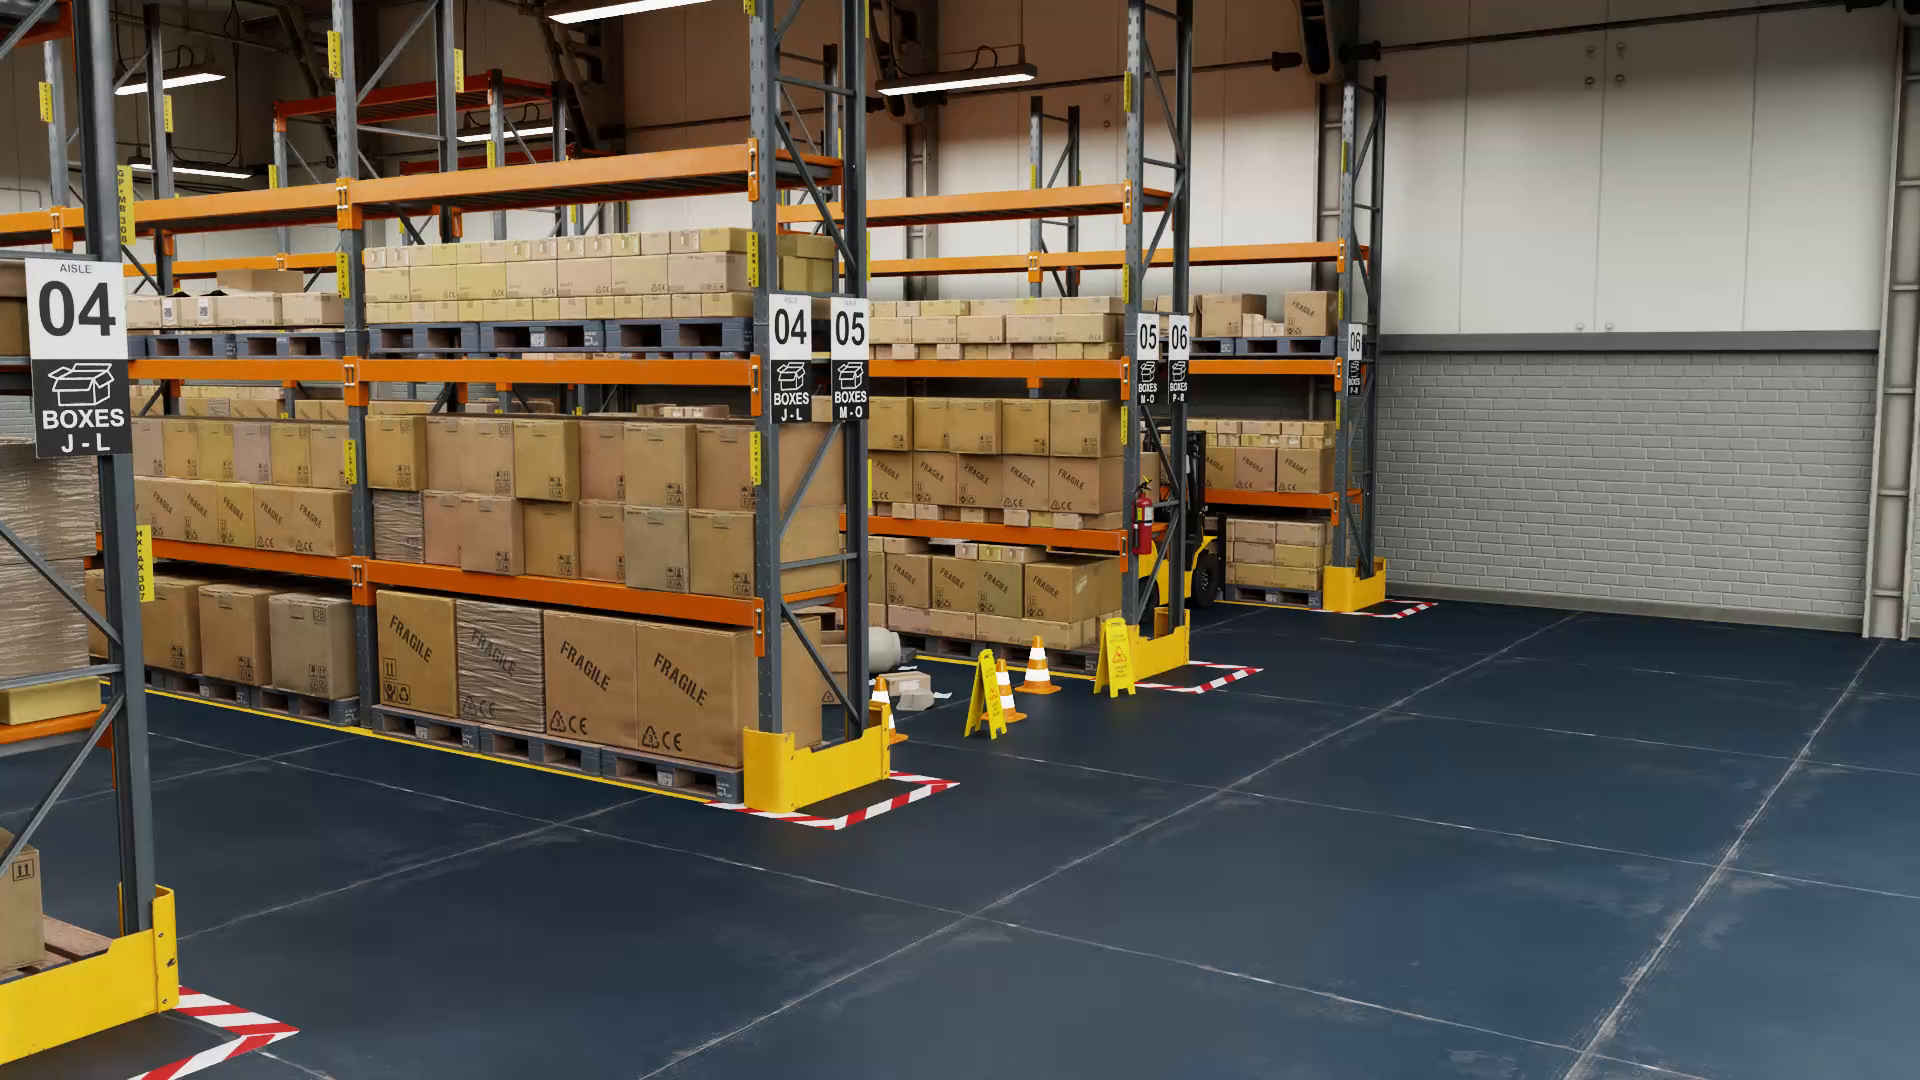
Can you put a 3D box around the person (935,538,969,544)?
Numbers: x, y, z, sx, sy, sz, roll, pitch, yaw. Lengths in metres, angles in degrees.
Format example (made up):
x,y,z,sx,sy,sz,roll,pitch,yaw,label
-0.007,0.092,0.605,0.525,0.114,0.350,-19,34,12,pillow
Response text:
x,y,z,sx,sy,sz,roll,pitch,yaw,label
-0.023,-0.077,18.500,0.529,1.769,0.563,4,7,34,person
